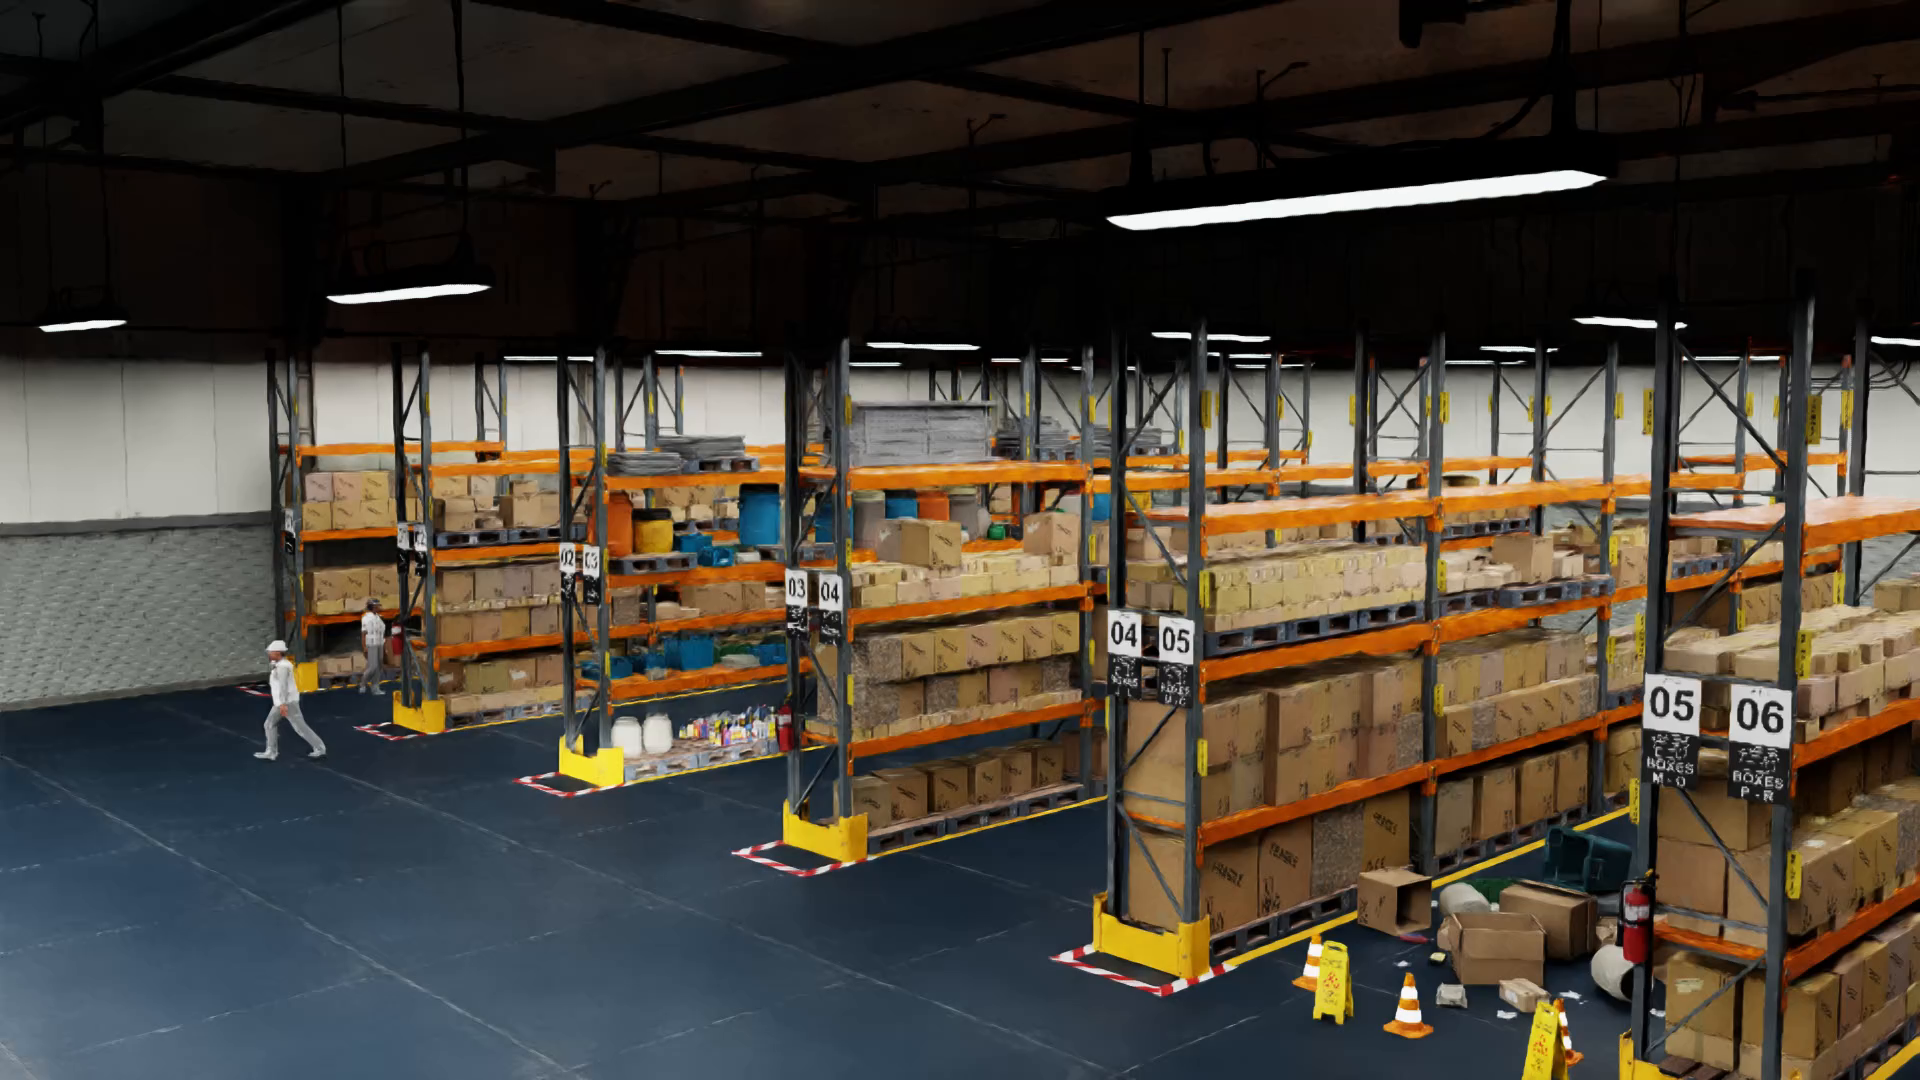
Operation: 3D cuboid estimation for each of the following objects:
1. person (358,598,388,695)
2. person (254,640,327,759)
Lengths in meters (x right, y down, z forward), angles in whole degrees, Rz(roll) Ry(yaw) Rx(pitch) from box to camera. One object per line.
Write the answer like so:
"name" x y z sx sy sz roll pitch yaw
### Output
"person" -10.172 1.843 28.765 0.422 1.674 0.501 2 5 18
"person" -9.527 2.272 23.597 0.954 1.721 0.572 -2 5 -23
